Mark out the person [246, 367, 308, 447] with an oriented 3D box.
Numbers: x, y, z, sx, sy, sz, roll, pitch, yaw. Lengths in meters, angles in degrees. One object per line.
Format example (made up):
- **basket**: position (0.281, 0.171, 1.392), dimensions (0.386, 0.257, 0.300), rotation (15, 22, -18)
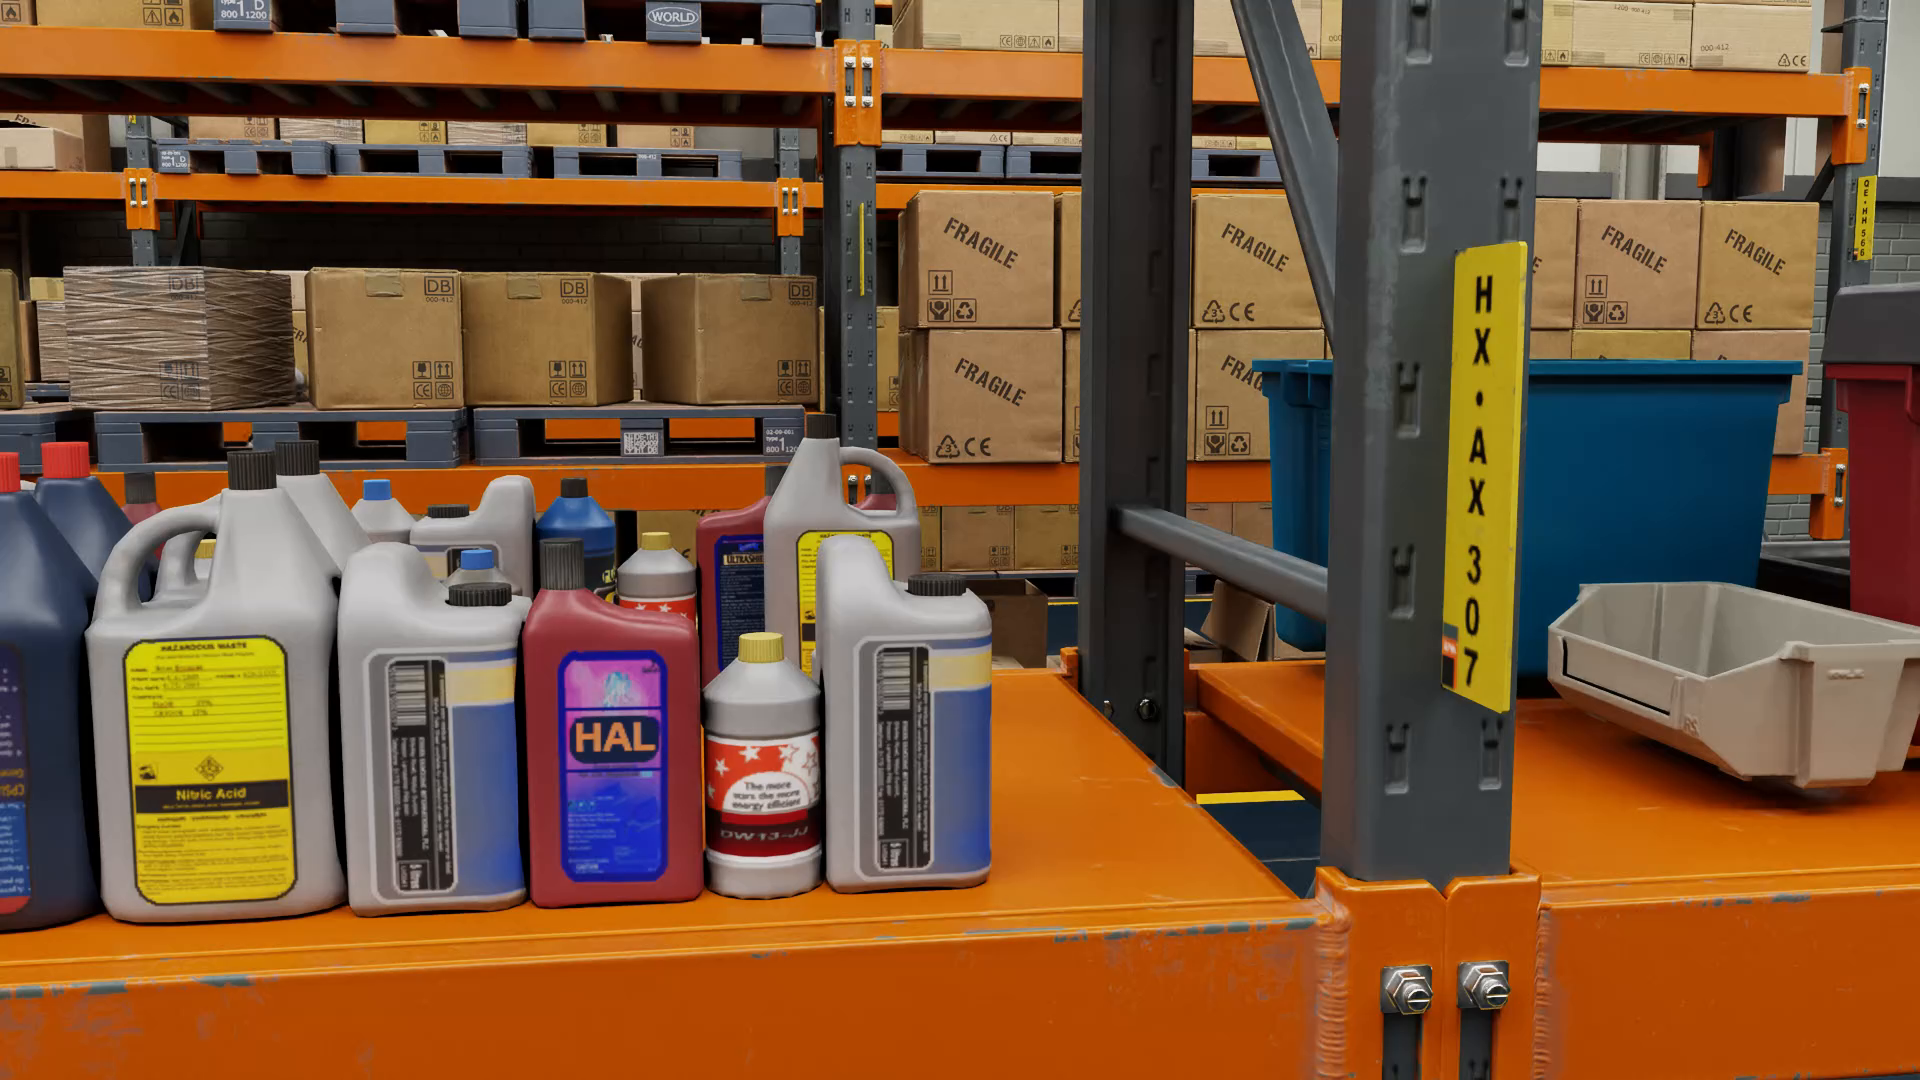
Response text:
- **person**: position (-3.563, -0.122, 8.851), dimensions (0.929, 1.621, 0.493), rotation (2, 7, 16)
